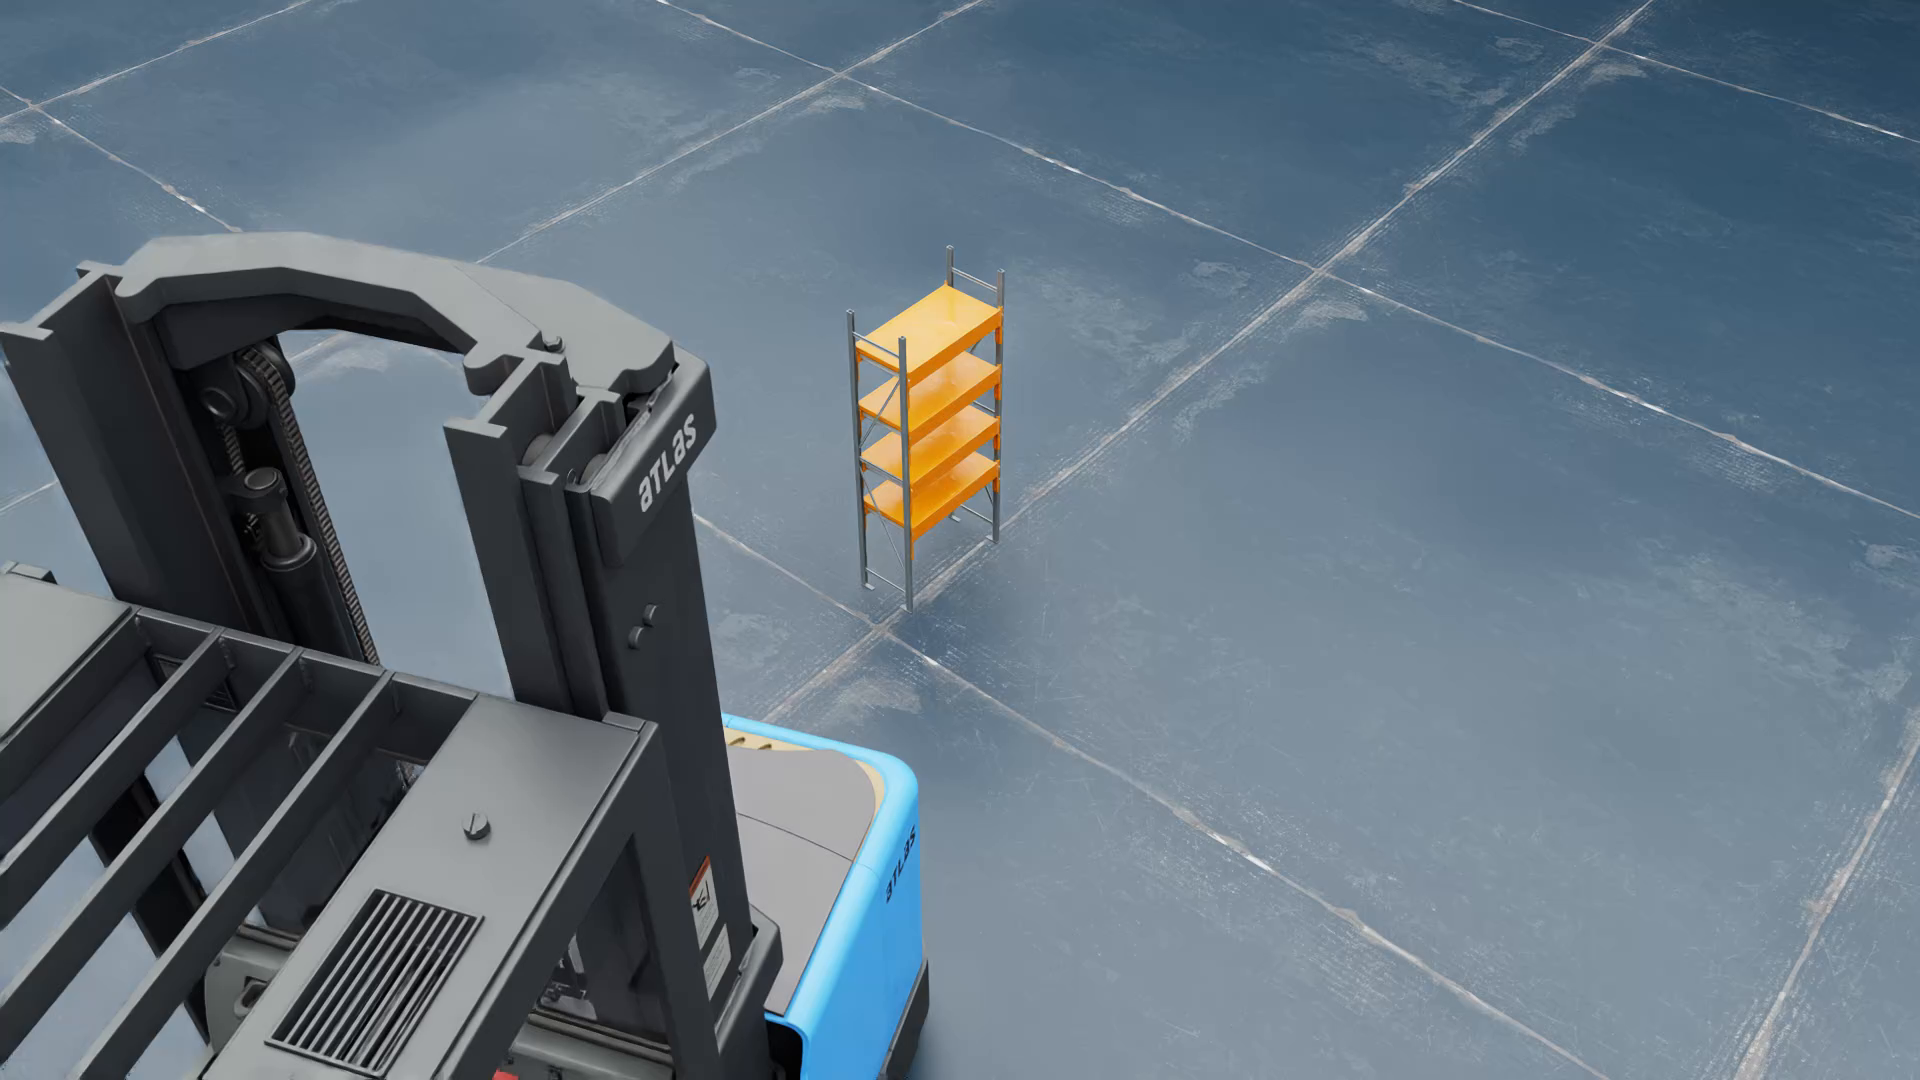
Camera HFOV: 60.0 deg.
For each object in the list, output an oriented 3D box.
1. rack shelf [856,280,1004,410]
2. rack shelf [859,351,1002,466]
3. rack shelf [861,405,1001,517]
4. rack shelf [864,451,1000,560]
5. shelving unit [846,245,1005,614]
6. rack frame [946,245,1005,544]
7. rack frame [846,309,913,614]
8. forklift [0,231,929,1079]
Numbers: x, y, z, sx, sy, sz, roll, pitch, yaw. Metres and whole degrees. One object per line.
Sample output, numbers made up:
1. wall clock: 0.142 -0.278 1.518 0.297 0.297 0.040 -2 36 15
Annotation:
1. rack shelf: -0.107 -0.649 5.488 0.258 0.148 0.480 29 50 28
2. rack shelf: -0.107 -0.474 5.647 0.258 0.148 0.480 29 50 28
3. rack shelf: -0.107 -0.309 5.798 0.258 0.148 0.480 29 50 28
4. rack shelf: -0.107 -0.162 5.931 0.258 0.148 0.480 29 50 28
5. shelving unit: -0.107 -0.359 5.753 0.258 1.200 0.503 29 50 28
6. rack frame: 0.051 -0.484 5.891 0.240 1.200 0.015 29 50 28
7. rack frame: -0.264 -0.233 5.614 0.240 1.200 0.015 29 50 28
8. forklift: -1.020 1.095 2.867 1.130 2.935 3.031 12 44 13
